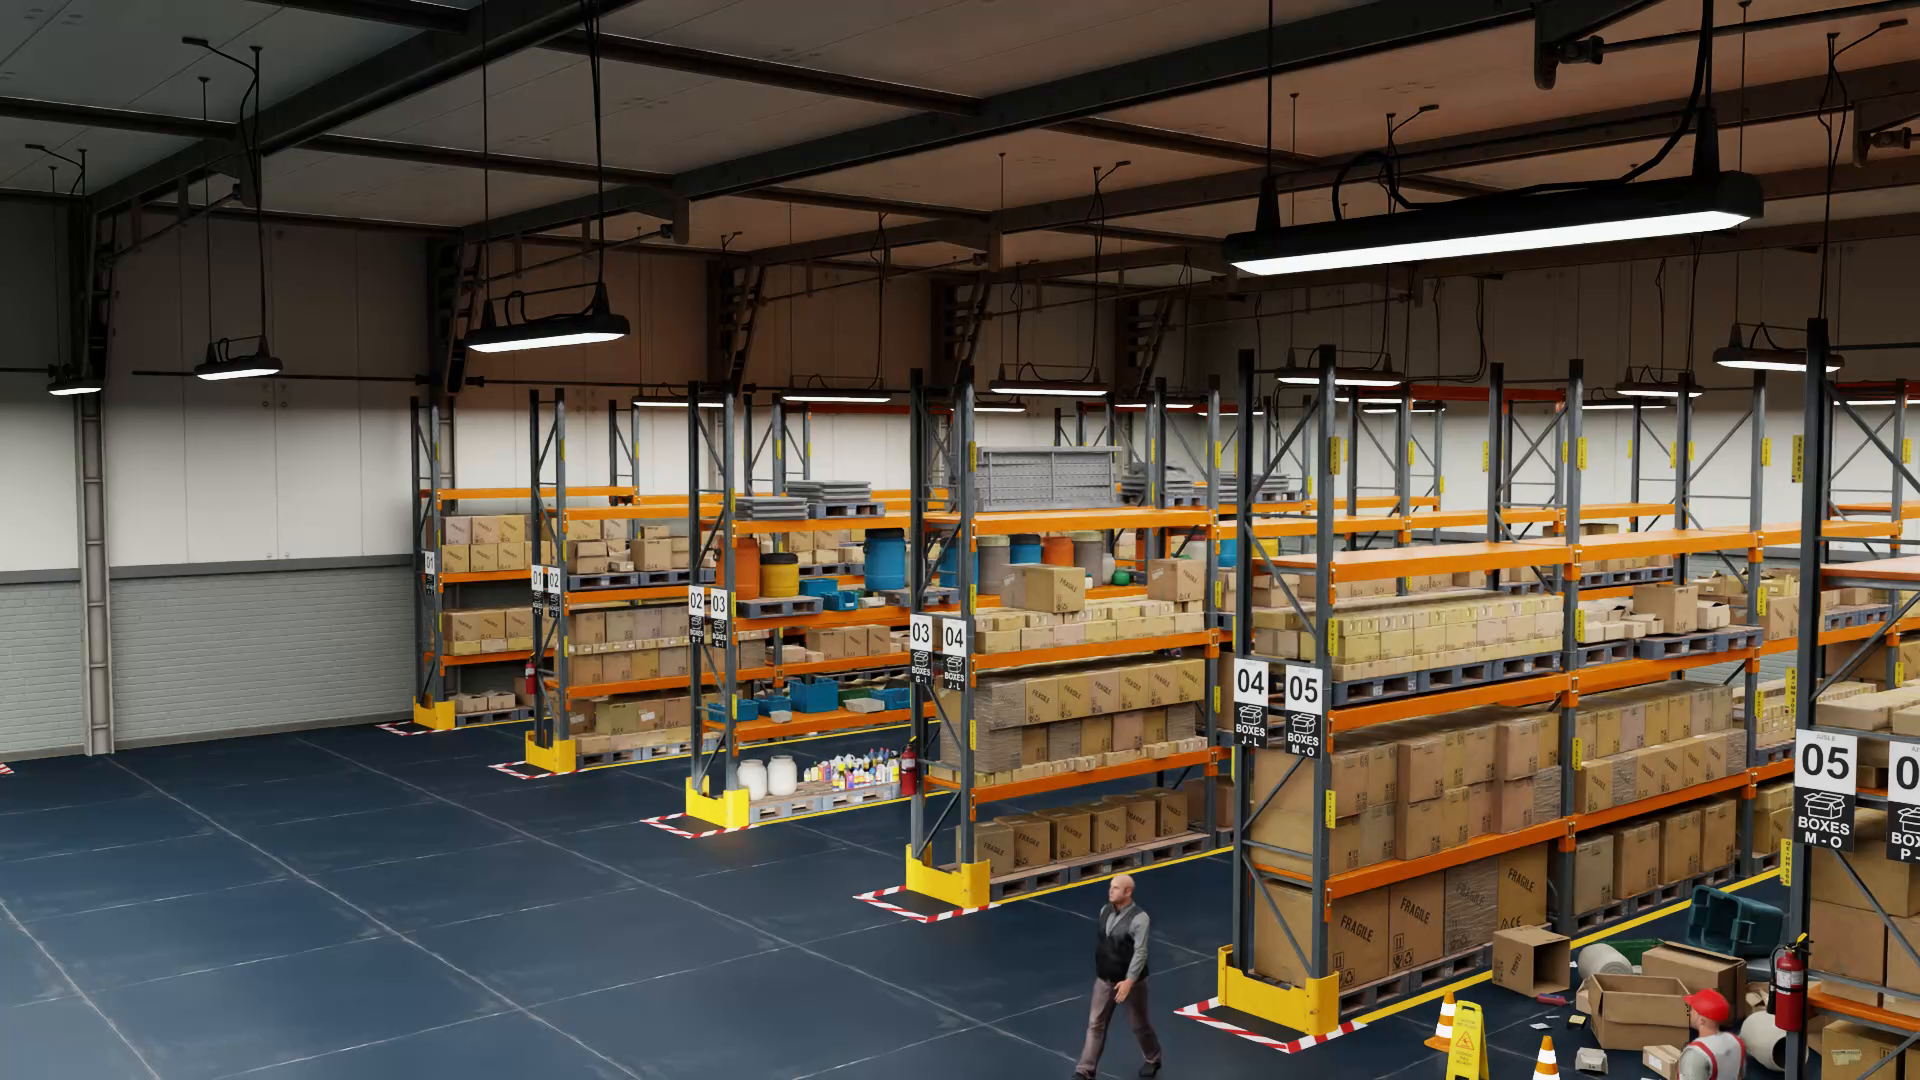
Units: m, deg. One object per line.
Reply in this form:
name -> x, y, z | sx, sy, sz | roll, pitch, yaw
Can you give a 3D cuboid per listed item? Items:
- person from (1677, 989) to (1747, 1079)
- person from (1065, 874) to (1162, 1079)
person -> 4.673, 3.662, 10.265 | 0.551, 1.772, 0.824 | -2, 4, -36
person -> 1.245, 3.521, 13.286 | 1.001, 1.675, 0.565 | -3, 5, -45
